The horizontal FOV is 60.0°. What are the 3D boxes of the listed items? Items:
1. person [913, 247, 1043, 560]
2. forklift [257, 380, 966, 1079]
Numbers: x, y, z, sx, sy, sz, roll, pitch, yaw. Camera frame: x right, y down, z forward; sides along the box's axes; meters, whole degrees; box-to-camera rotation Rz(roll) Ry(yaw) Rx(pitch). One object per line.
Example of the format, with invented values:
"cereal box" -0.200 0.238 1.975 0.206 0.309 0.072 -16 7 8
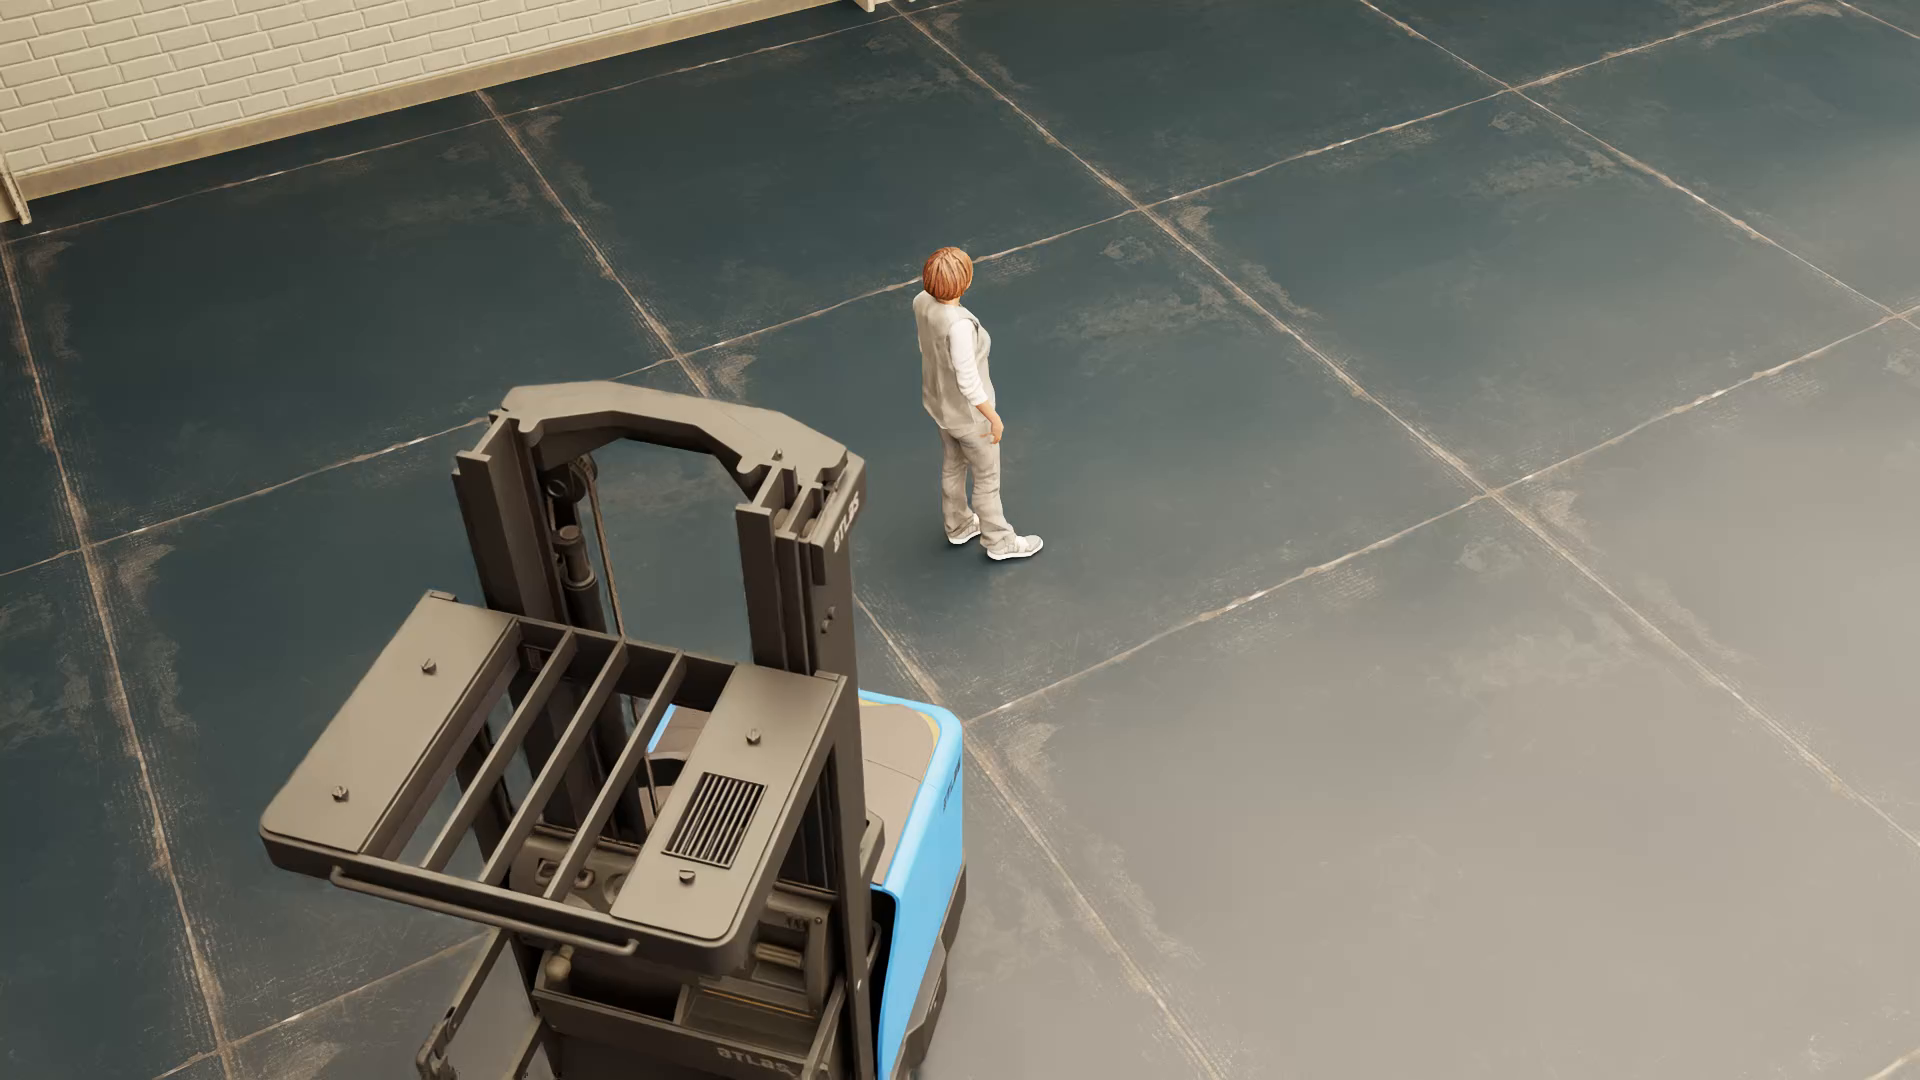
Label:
"person" 0.072 -0.607 7.325 0.473 1.595 0.521 -21 47 -21
"forklift" -0.864 1.170 4.436 1.130 2.935 3.031 11 44 11
